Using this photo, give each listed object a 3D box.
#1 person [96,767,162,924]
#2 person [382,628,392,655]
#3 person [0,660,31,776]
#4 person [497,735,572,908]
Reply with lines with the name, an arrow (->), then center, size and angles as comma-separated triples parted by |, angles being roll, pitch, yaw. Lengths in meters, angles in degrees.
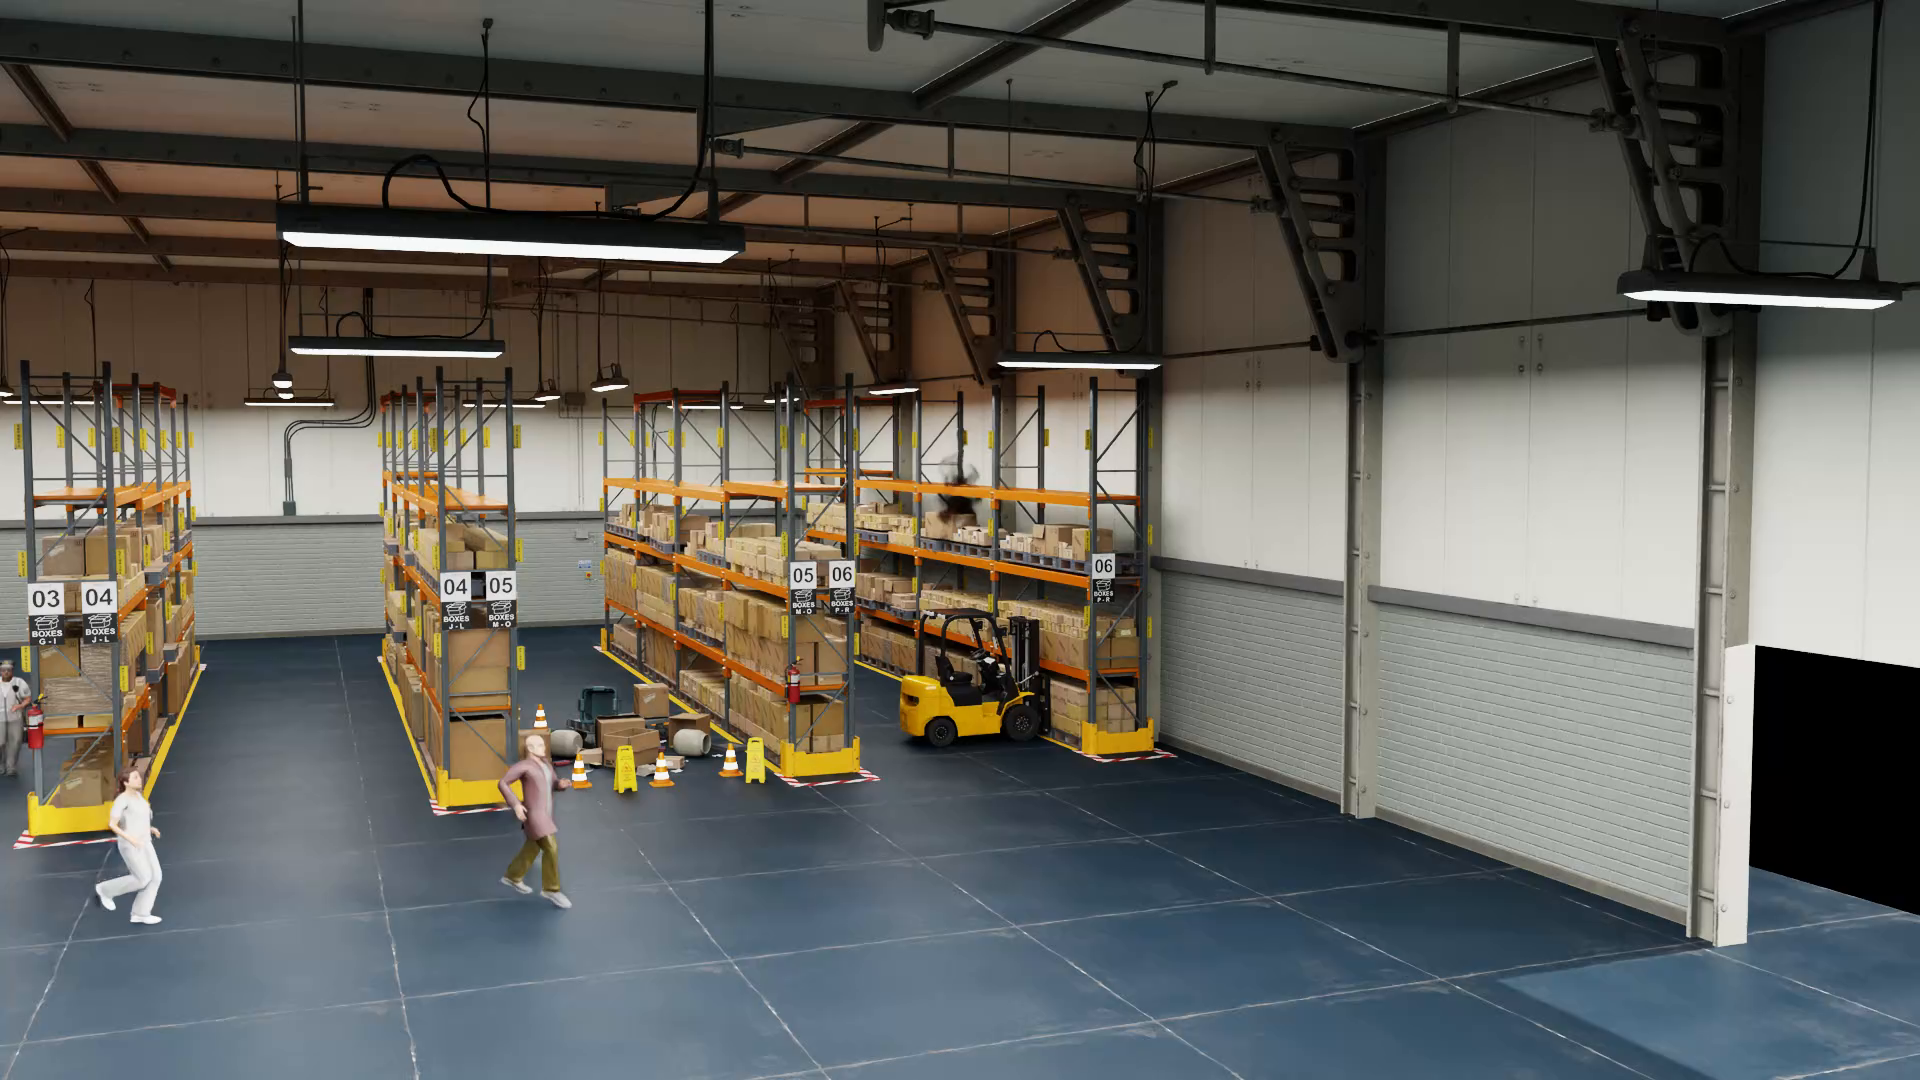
person -> -8.593, 3.158, 17.219 | 0.621, 1.629, 0.565 | 0, 3, 2
person -> -13.126, 1.861, 38.805 | 0.688, 1.688, 0.649 | -1, 4, -23
person -> -14.139, 2.635, 24.661 | 0.636, 1.730, 0.741 | -2, 4, -29
person -> -4.592, 3.020, 17.984 | 0.903, 1.835, 0.676 | 1, 4, 12
